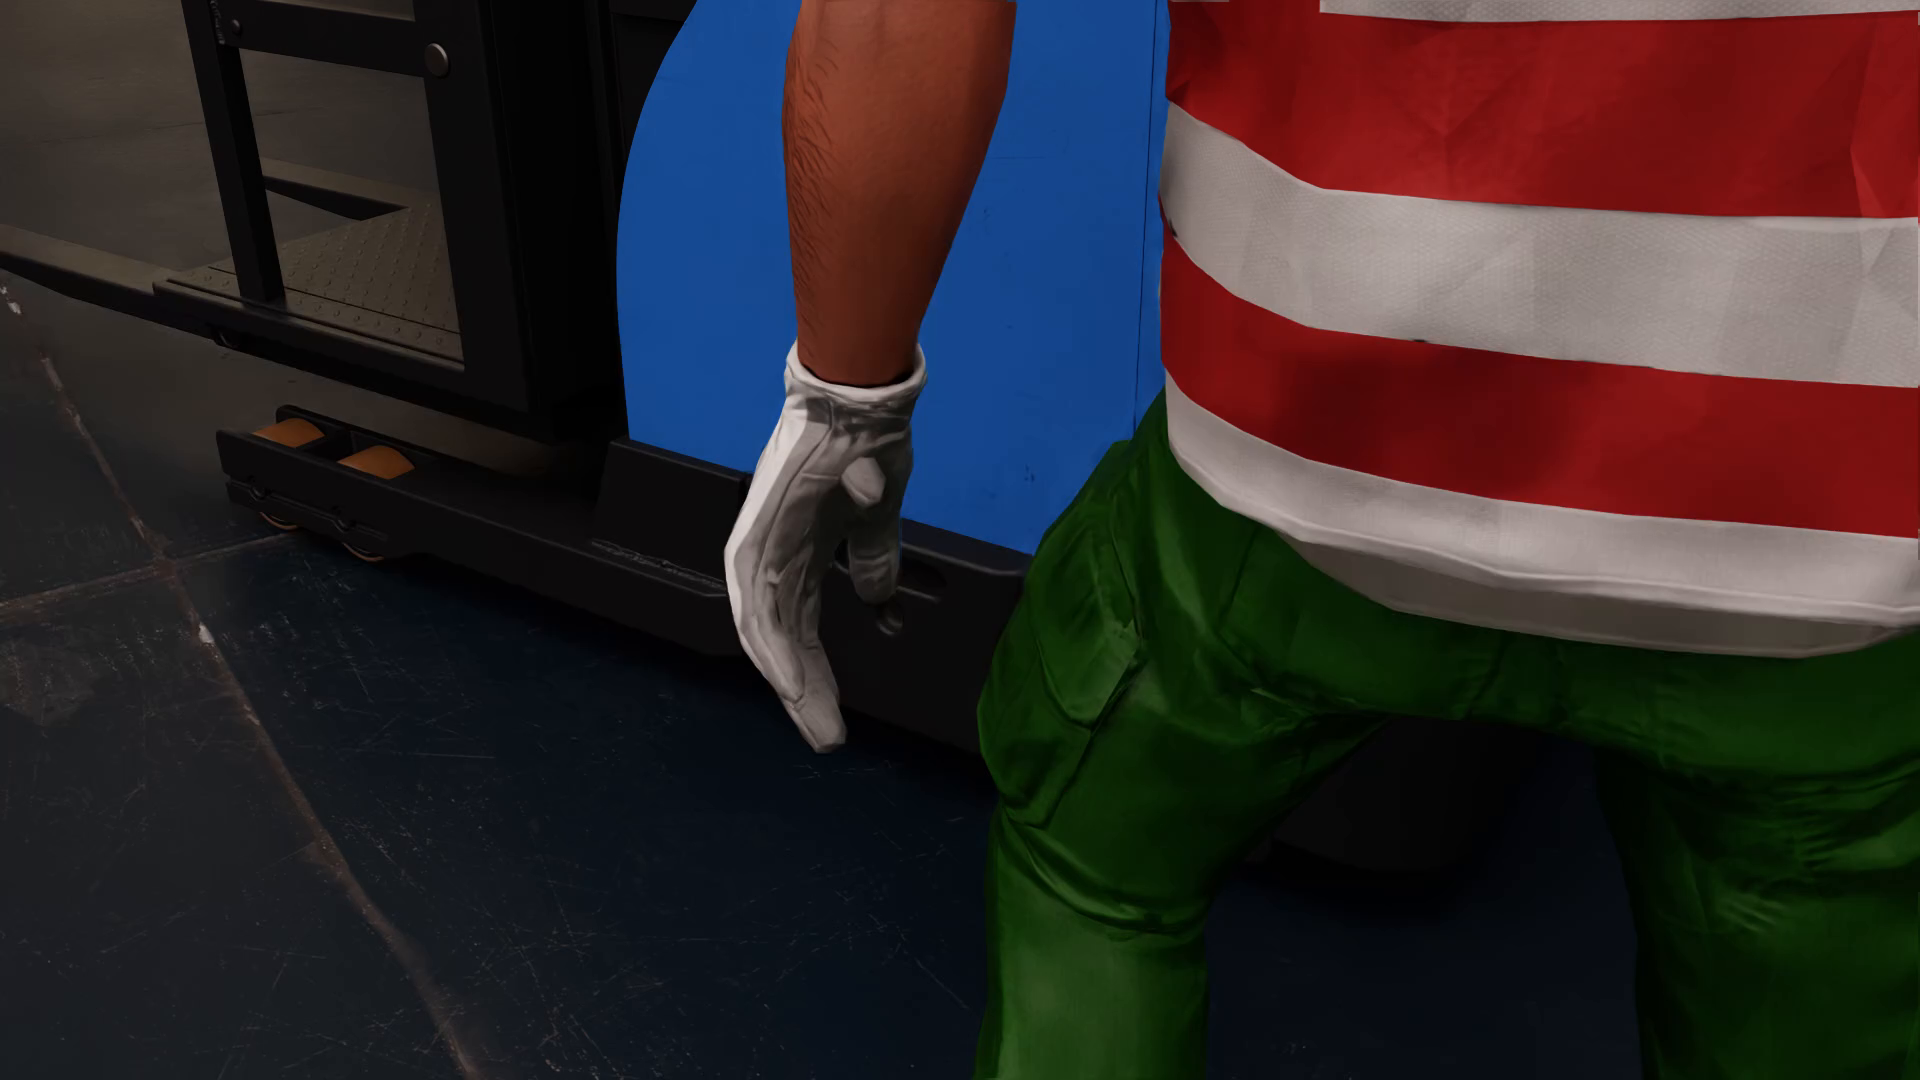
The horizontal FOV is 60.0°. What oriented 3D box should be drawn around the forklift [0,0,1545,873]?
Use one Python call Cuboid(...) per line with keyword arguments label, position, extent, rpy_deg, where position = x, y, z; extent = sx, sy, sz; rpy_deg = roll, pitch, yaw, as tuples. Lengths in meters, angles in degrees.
Cuboid(label="forklift", position=(-0.511, -1.459, 2.139), extent=(3.031, 2.935, 1.130), rpy_deg=(16, 31, 29))
